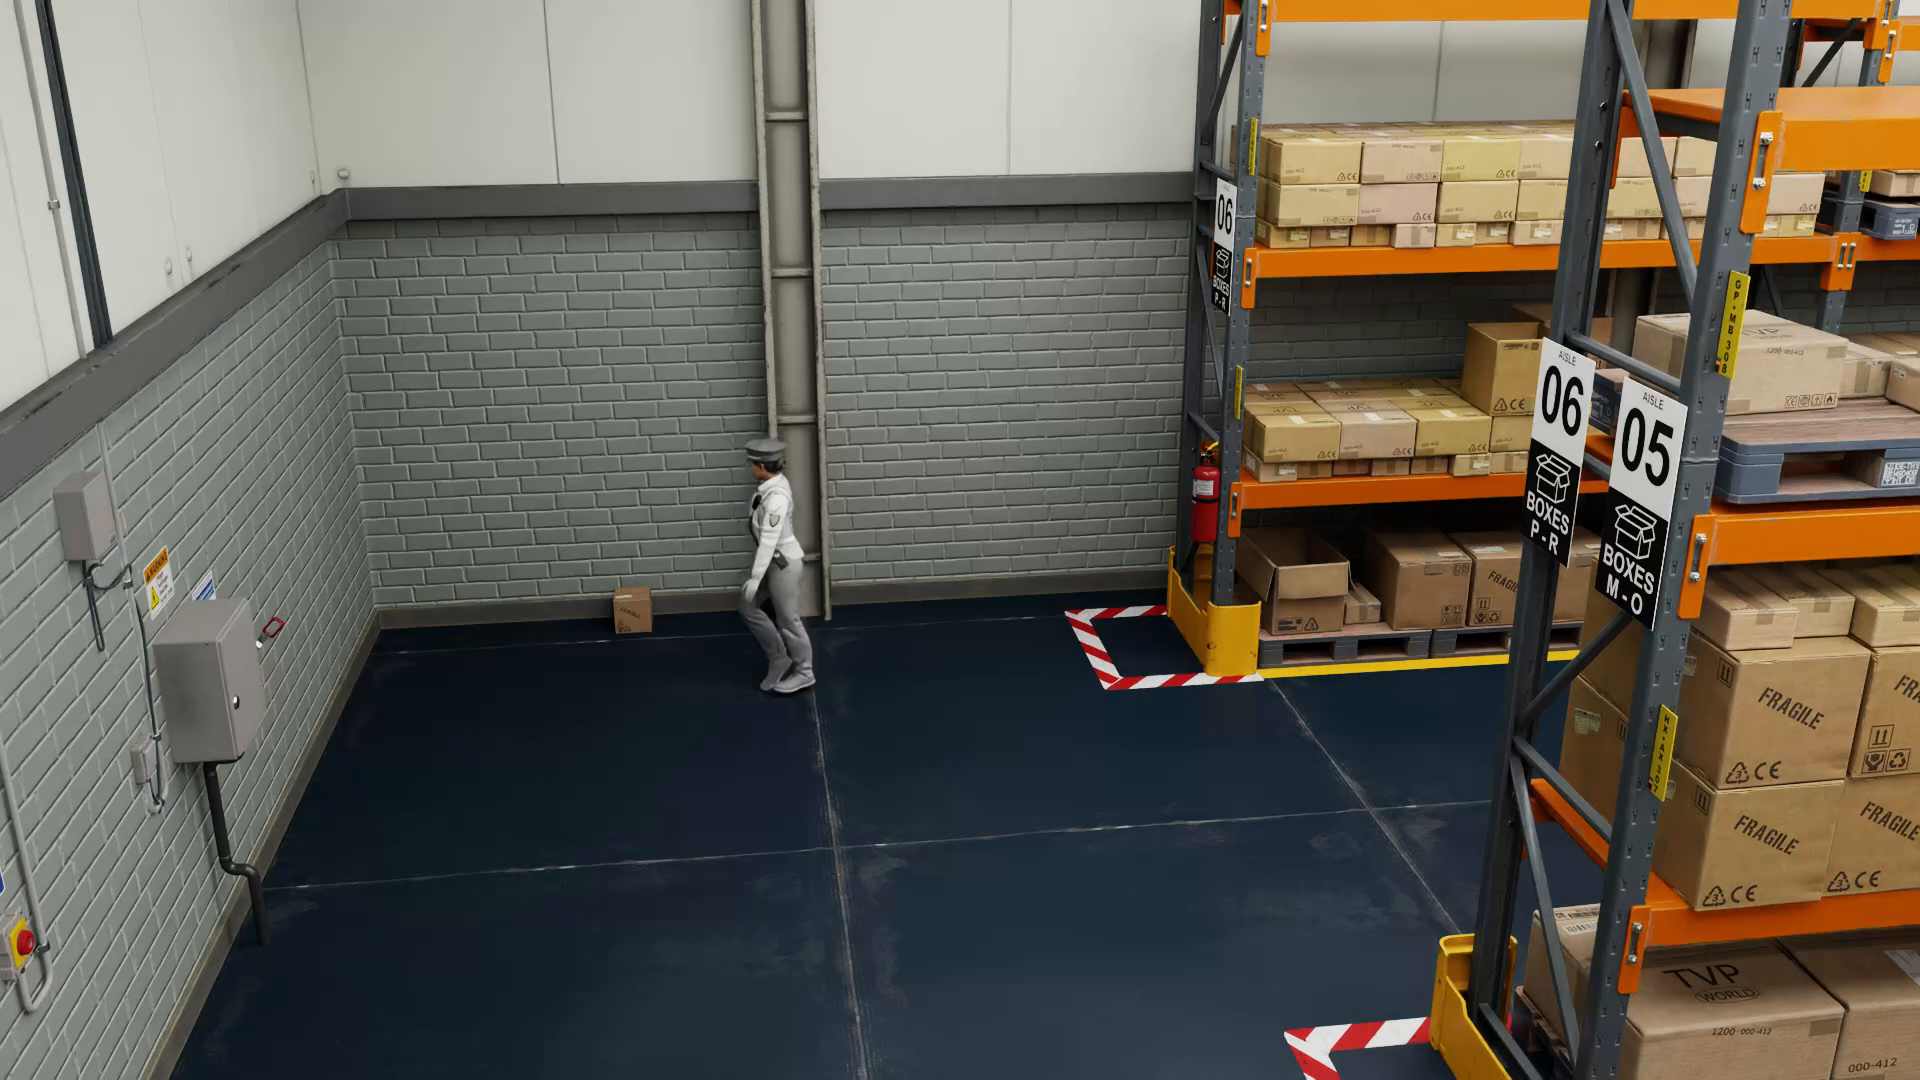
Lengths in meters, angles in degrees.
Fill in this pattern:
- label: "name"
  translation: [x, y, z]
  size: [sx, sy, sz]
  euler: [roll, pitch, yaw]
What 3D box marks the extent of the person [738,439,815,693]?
- label: "person"
  translation: [-1.187, 0.190, 10.550]
  size: [0.471, 1.702, 0.535]
  euler: [-6, 21, -16]
